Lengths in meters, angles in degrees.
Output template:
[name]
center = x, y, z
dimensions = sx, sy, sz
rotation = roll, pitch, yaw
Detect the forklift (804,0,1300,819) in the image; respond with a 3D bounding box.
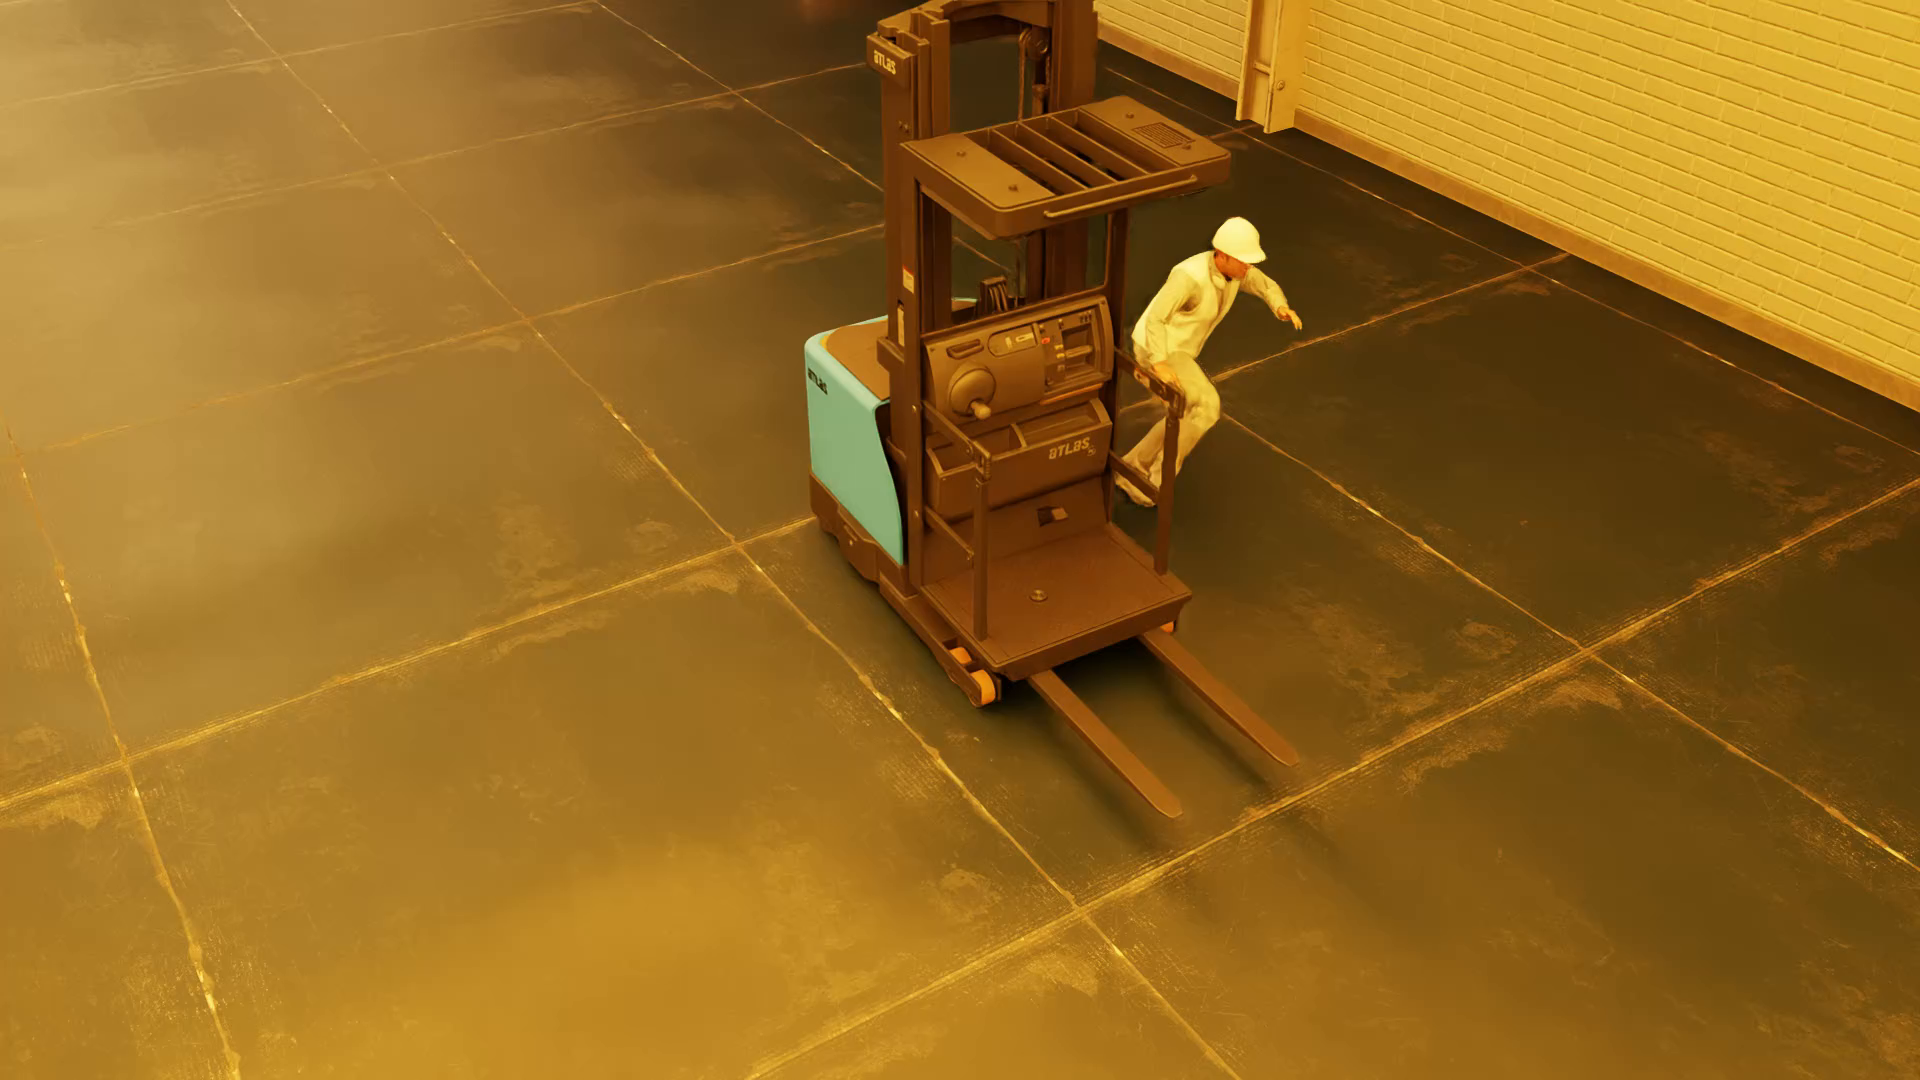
[forklift]
center = 0.383, -0.741, 7.203
dimensions = 1.130, 2.935, 3.031
rotation = -18, 39, -24

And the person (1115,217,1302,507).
[person]
center = 1.280, -0.934, 8.704
dimensions = 0.885, 1.542, 0.948
rotation = 20, 40, 26
